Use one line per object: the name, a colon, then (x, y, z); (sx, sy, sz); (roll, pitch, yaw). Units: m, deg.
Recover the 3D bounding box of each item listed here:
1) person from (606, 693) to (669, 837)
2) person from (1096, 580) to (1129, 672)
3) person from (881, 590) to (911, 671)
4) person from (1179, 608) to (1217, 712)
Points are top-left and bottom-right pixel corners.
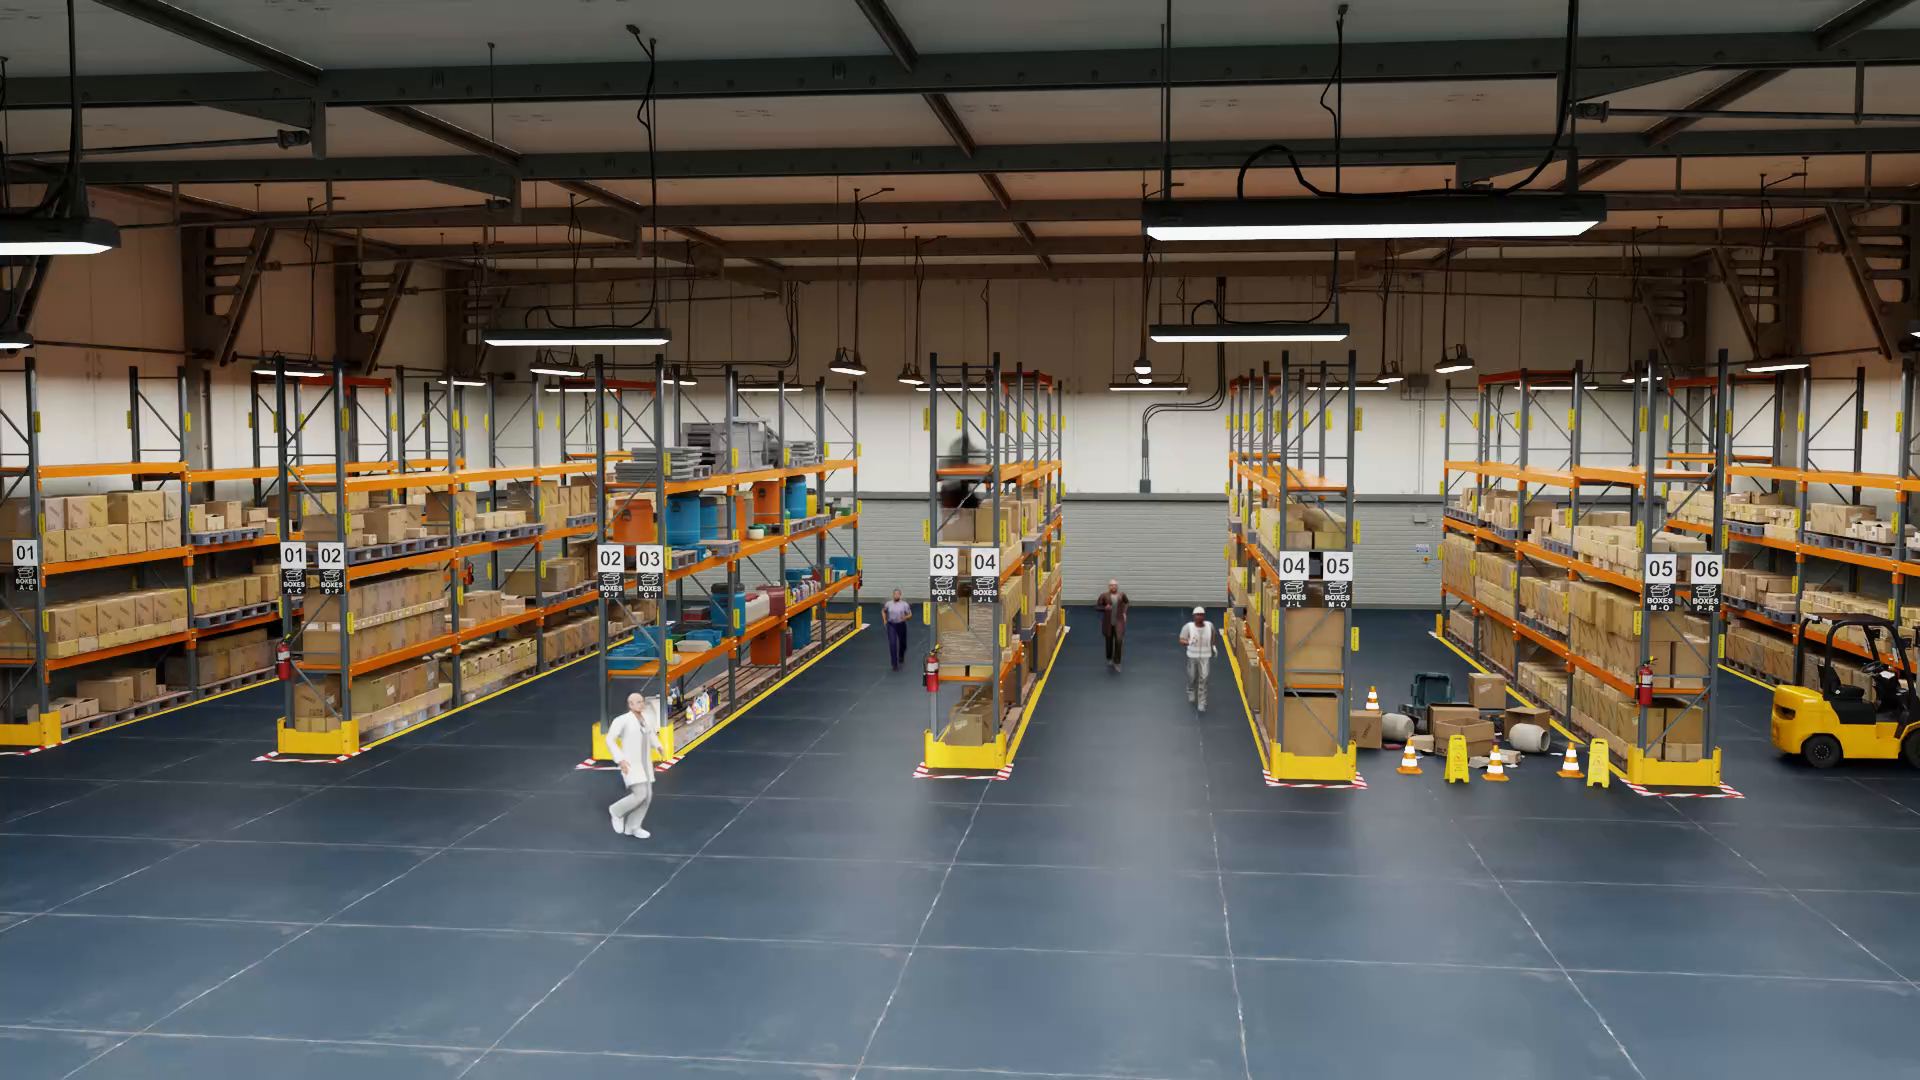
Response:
person: (-3.841, 2.757, 20.047); (0.628, 1.659, 0.722); (2, 5, 31)
person: (3.091, 1.710, 33.578); (0.698, 1.799, 0.970); (0, 4, 0)
person: (-1.292, 1.816, 33.750); (0.619, 1.600, 0.793); (0, 4, -4)
person: (4.142, 2.051, 28.903); (0.686, 1.766, 0.951); (0, 4, 1)
